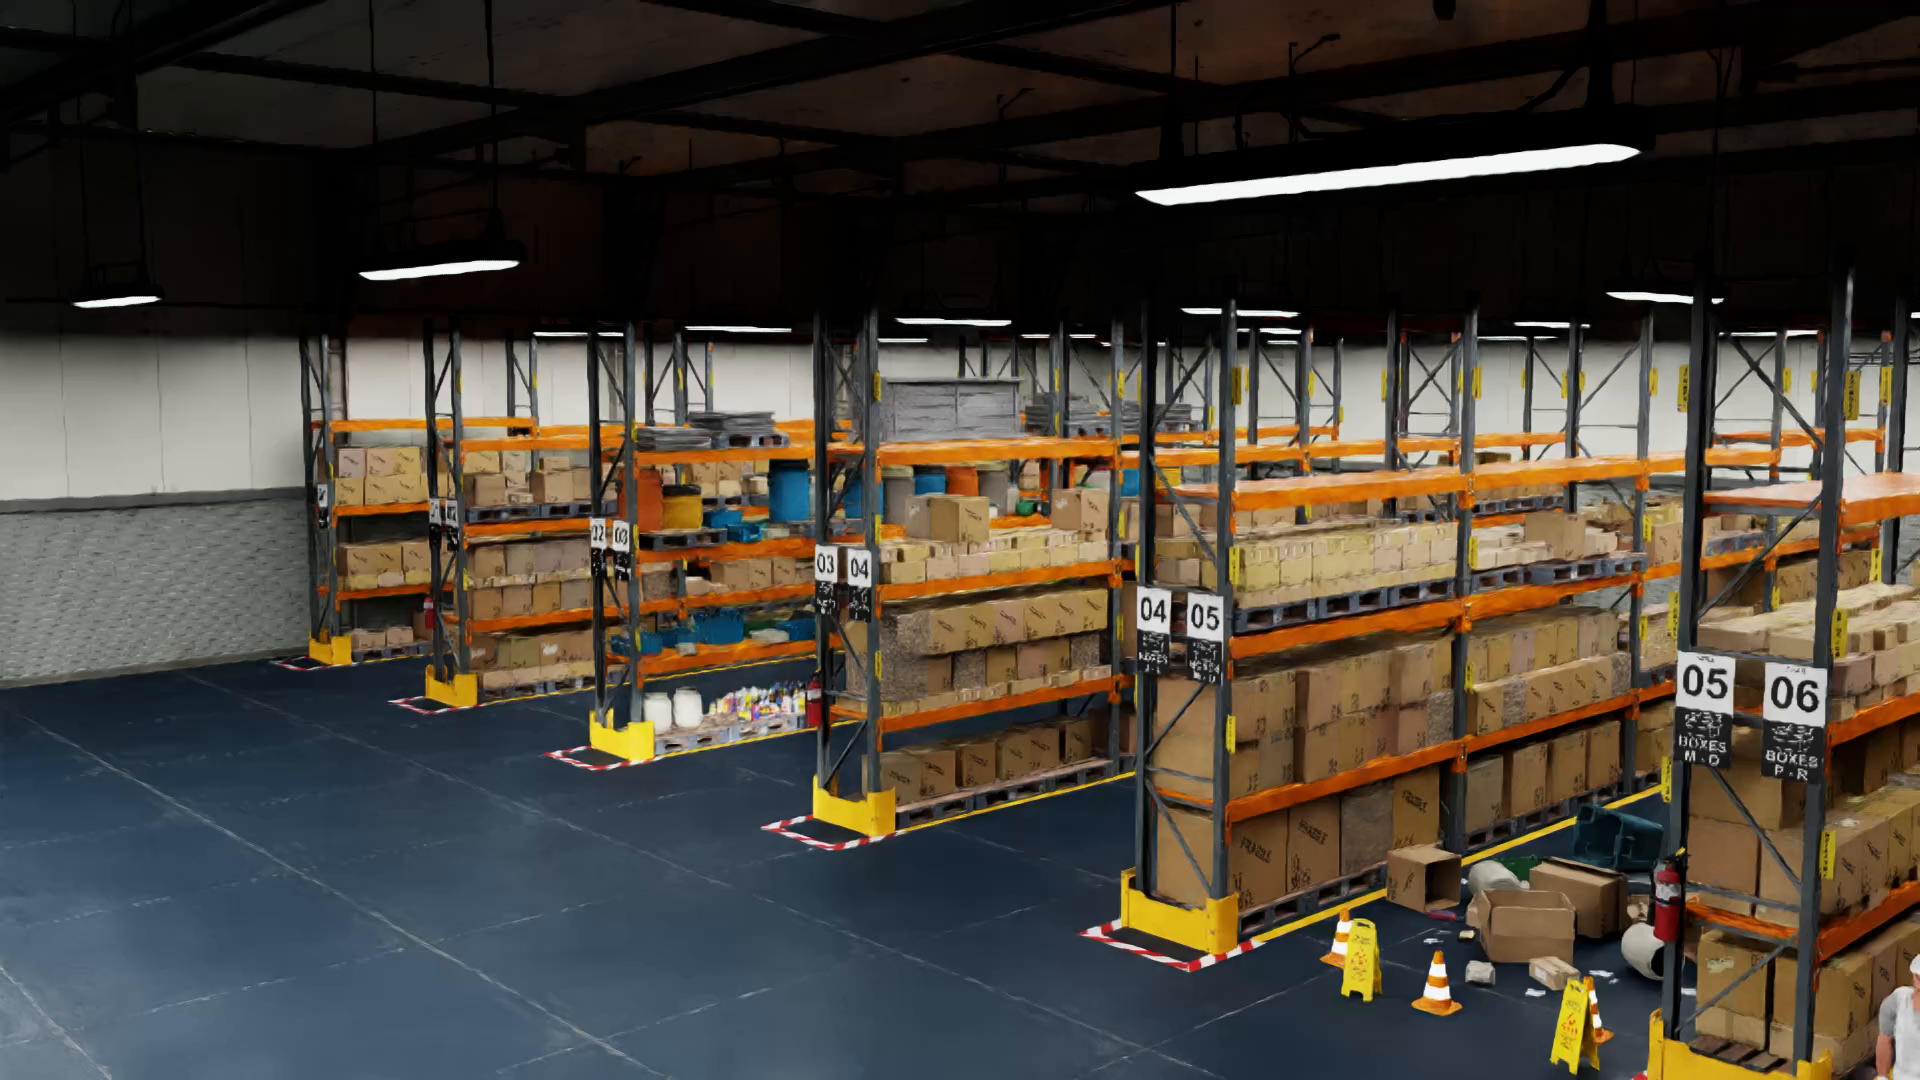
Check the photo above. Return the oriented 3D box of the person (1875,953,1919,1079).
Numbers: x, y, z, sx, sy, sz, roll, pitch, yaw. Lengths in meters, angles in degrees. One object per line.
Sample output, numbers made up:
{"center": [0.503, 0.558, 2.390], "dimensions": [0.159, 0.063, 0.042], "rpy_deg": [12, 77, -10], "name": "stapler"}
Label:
{"center": [5.793, 3.289, 9.994], "dimensions": [0.555, 1.705, 1.116], "rpy_deg": [6, 8, 44], "name": "person"}
